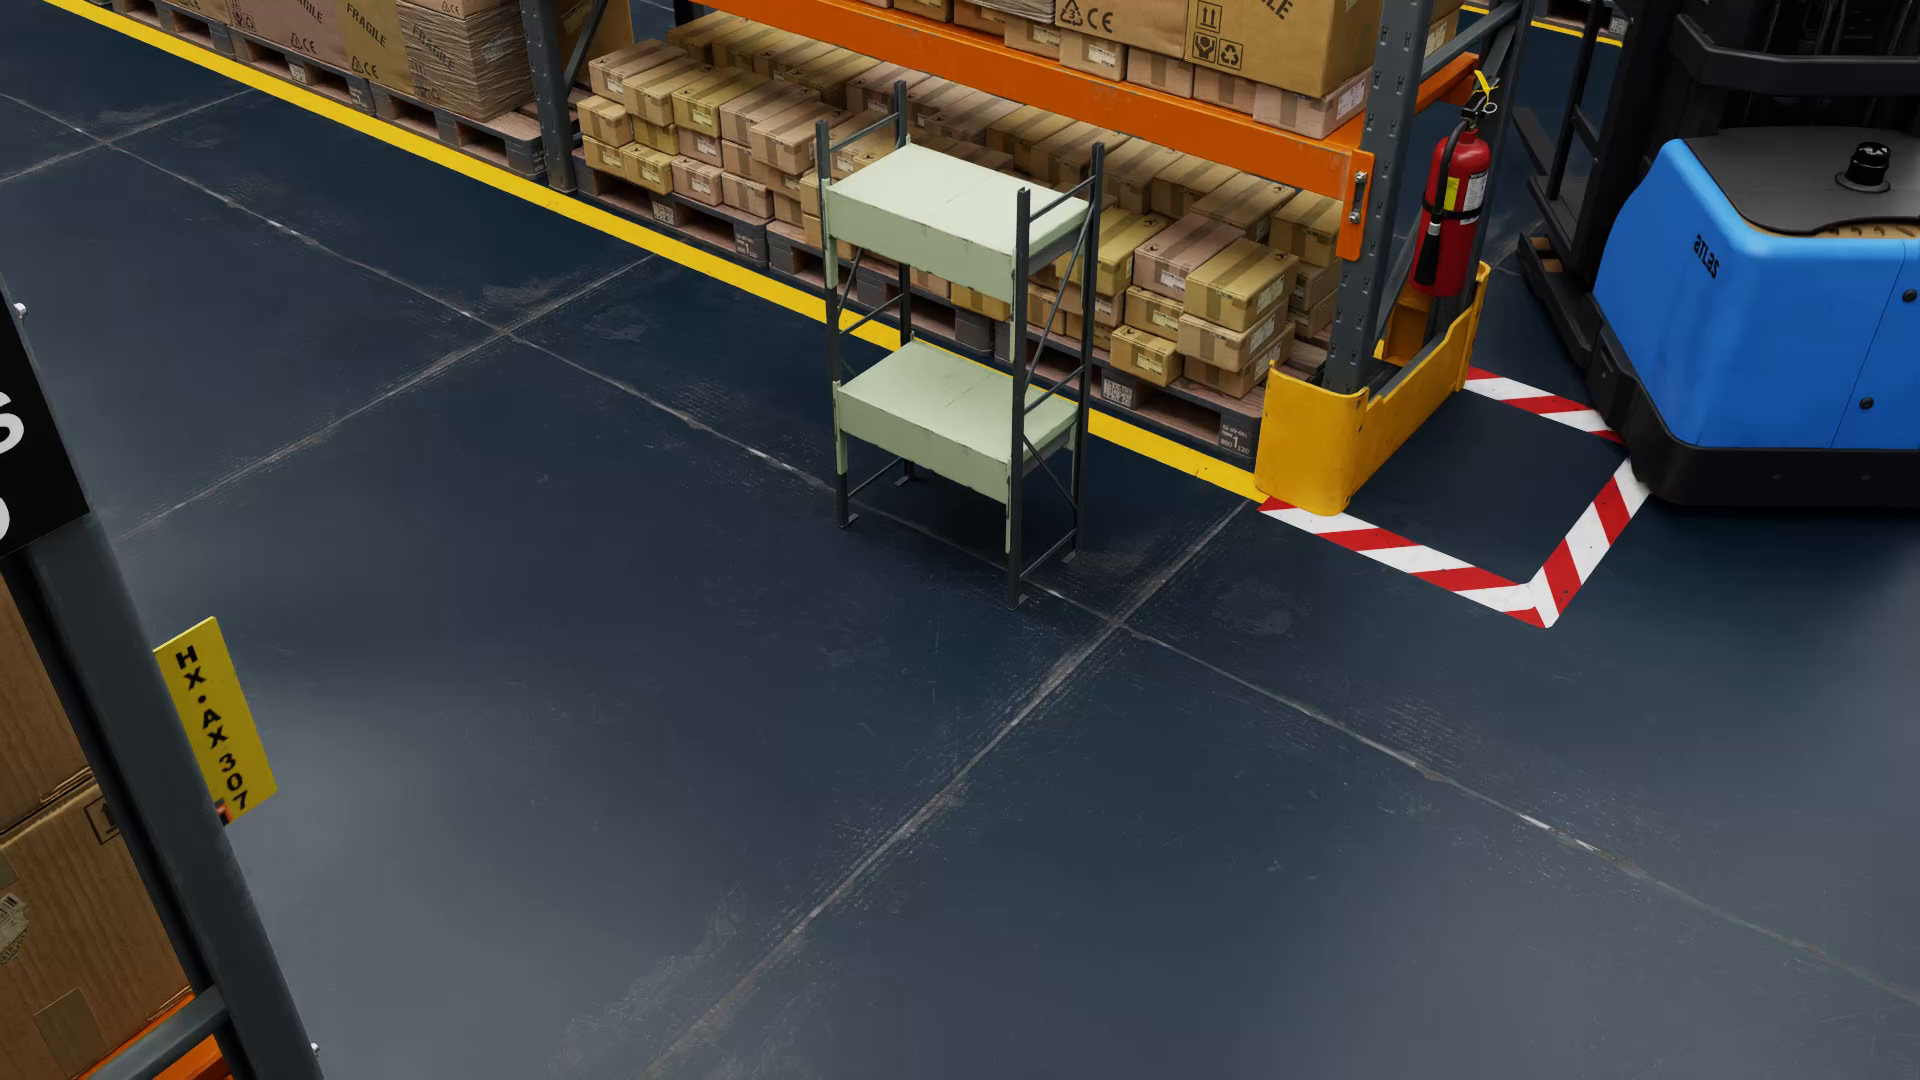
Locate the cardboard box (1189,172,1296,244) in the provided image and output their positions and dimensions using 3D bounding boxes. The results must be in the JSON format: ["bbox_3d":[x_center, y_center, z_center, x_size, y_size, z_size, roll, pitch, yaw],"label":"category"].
[{"bbox_3d":[1.084,-1.253,6.407,0.250,0.149,0.380,26,45,29],"label":"cardboard box"}]

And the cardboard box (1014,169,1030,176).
[{"bbox_3d":[0.247,-1.513,6.980,0.250,0.149,0.380,28,46,31],"label":"cardboard box"}]

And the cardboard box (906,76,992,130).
[{"bbox_3d":[-0.070,-1.886,7.215,0.250,0.149,0.380,24,44,27],"label":"cardboard box"}]

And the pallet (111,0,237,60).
[{"bbox_3d":[-4.149,-3.174,9.633,1.213,0.211,1.003,25,45,29],"label":"pallet"}]

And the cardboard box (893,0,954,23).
[{"bbox_3d":[-0.035,-2.071,6.165,0.250,0.149,0.380,26,45,29],"label":"cardboard box"}]

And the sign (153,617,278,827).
[{"bbox_3d":[-0.999,0.251,2.230,0.005,0.325,0.100,25,45,29],"label":"sign"}]

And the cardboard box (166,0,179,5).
[{"bbox_3d":[-4.362,-3.356,9.291,0.500,0.500,0.500,23,44,27],"label":"cardboard box"}]

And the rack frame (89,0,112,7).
[{"bbox_3d":[-4.769,-4.565,9.148,0.127,3.000,1.000,25,45,29],"label":"rack frame"}]

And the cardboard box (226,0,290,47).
[{"bbox_3d":[-3.550,-2.980,8.810,0.500,0.500,0.500,24,44,28],"label":"cardboard box"}]

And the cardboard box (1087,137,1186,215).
[{"bbox_3d":[0.714,-1.462,6.674,0.250,0.149,0.380,23,44,27],"label":"cardboard box"}]

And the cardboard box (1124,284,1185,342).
[{"bbox_3d":[0.818,-0.911,6.211,0.250,0.149,0.380,24,44,28],"label":"cardboard box"}]

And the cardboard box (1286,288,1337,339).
[{"bbox_3d":[1.364,-0.965,6.521,0.250,0.149,0.380,26,45,29],"label":"cardboard box"}]

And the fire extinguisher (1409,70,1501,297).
[{"bbox_3d":[1.505,-1.071,5.050,0.183,0.674,0.296,25,45,29],"label":"fire extinguisher"}]

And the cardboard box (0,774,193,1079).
[{"bbox_3d":[-1.548,0.533,2.555,0.500,0.500,0.500,25,44,28],"label":"cardboard box"}]

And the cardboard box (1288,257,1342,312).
[{"bbox_3d":[1.325,-1.051,6.390,0.250,0.149,0.380,27,46,30],"label":"cardboard box"}]

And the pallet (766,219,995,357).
[{"bbox_3d":[-0.063,-1.278,7.211,1.213,0.211,1.003,25,45,29],"label":"pallet"}]

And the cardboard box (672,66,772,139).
[{"bbox_3d":[-1.030,-1.911,7.247,0.250,0.149,0.380,25,44,28],"label":"cardboard box"}]

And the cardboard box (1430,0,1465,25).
[{"bbox_3d":[1.397,-2.029,5.586,0.500,0.500,0.500,27,46,31],"label":"cardboard box"}]

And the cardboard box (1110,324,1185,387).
[{"bbox_3d":[0.775,-0.754,6.251,0.250,0.149,0.380,27,45,30],"label":"cardboard box"}]

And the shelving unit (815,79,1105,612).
[{"bbox_3d":[-0.005,-0.593,5.291,0.755,1.500,0.431,25,45,29],"label":"shelving unit"}]

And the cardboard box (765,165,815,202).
[{"bbox_3d":[-0.610,-1.593,7.082,0.250,0.149,0.380,27,46,30],"label":"cardboard box"}]

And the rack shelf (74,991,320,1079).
[{"bbox_3d":[-2.930,0.427,3.355,4.000,0.370,1.077,25,45,29],"label":"rack shelf"}]

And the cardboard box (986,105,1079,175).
[{"bbox_3d":[0.319,-1.692,6.967,0.250,0.149,0.380,26,45,29],"label":"cardboard box"}]

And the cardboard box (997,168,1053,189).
[{"bbox_3d":[0.149,-1.279,6.439,0.250,0.149,0.380,27,45,30],"label":"cardboard box"}]

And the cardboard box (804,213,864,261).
[{"bbox_3d":[-0.442,-1.350,7.013,0.250,0.149,0.380,24,44,27],"label":"cardboard box"}]

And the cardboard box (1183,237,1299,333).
[{"bbox_3d":[1.011,-0.920,5.982,0.250,0.149,0.380,26,45,29],"label":"cardboard box"}]

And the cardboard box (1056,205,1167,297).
[{"bbox_3d":[0.564,-1.077,6.182,0.250,0.149,0.380,24,44,28],"label":"cardboard box"}]

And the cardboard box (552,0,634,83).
[{"bbox_3d":[-2.017,-2.655,8.395,0.500,0.500,0.500,27,45,30],"label":"cardboard box"}]

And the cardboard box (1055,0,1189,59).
[{"bbox_3d":[0.666,-1.963,5.502,0.500,0.500,0.500,25,44,28],"label":"cardboard box"}]

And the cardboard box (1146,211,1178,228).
[{"bbox_3d":[0.894,-1.229,6.618,0.250,0.149,0.380,26,45,29],"label":"cardboard box"}]

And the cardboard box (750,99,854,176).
[{"bbox_3d":[-0.657,-1.689,6.964,0.250,0.149,0.380,26,45,29],"label":"cardboard box"}]

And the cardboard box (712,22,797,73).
[{"bbox_3d":[-0.924,-2.262,7.695,0.250,0.149,0.380,26,45,29],"label":"cardboard box"}]

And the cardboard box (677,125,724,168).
[{"bbox_3d":[-1.027,-1.810,7.359,0.250,0.149,0.380,25,44,28],"label":"cardboard box"}]

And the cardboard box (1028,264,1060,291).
[{"bbox_3d":[0.428,-1.132,6.493,0.250,0.149,0.380,25,44,28],"label":"cardboard box"}]

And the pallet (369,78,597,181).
[{"bbox_3d":[-2.211,-2.260,8.465,1.213,0.211,1.003,25,45,29],"label":"pallet"}]

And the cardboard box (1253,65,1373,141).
[{"bbox_3d":[1.155,-1.454,5.377,0.250,0.149,0.380,25,45,29],"label":"cardboard box"}]

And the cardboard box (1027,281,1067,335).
[{"bbox_3d":[0.413,-0.981,6.541,0.250,0.149,0.380,26,45,29],"label":"cardboard box"}]

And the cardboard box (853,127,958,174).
[{"bbox_3d":[-0.218,-1.516,6.742,0.250,0.149,0.380,25,45,29],"label":"cardboard box"}]

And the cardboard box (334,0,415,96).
[{"bbox_3d":[-2.740,-2.594,8.317,0.500,0.500,0.500,24,44,28],"label":"cardboard box"}]

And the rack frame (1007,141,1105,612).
[{"bbox_3d":[0.285,-0.456,5.116,0.023,1.500,0.400,25,45,29],"label":"rack frame"}]

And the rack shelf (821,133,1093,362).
[{"bbox_3d":[-0.005,-0.900,5.050,0.720,0.370,0.431,25,45,29],"label":"rack shelf"}]

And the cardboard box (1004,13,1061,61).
[{"bbox_3d":[0.364,-1.849,5.882,0.250,0.149,0.380,23,44,27],"label":"cardboard box"}]

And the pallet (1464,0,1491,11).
[{"bbox_3d":[3.032,-3.580,10.152,1.213,0.211,1.003,25,45,29],"label":"pallet"}]

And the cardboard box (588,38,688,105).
[{"bbox_3d":[-1.444,-2.114,7.506,0.250,0.149,0.380,27,46,30],"label":"cardboard box"}]

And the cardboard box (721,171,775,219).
[{"bbox_3d":[-0.825,-1.578,7.305,0.250,0.149,0.380,24,44,28],"label":"cardboard box"}]

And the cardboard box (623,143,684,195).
[{"bbox_3d":[-1.286,-1.717,7.481,0.250,0.149,0.380,27,45,30],"label":"cardboard box"}]

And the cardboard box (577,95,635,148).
[{"bbox_3d":[-1.498,-1.935,7.518,0.250,0.149,0.380,27,46,30],"label":"cardboard box"}]

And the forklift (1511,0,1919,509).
[{"bbox_3d":[2.982,-2.144,6.111,1.130,2.935,3.031,1,38,1],"label":"forklift"}]

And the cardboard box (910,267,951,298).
[{"bbox_3d":[-0.032,-1.158,6.768,0.250,0.149,0.380,26,45,29],"label":"cardboard box"}]

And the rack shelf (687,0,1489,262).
[{"bbox_3d":[-0.003,-2.035,6.499,4.000,0.370,1.077,25,45,29],"label":"rack shelf"}]

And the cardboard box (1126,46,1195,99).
[{"bbox_3d":[0.772,-1.652,5.630,0.250,0.149,0.380,25,44,28],"label":"cardboard box"}]

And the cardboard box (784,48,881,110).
[{"bbox_3d":[-0.563,-2.037,7.408,0.250,0.149,0.380,27,45,30],"label":"cardboard box"}]
